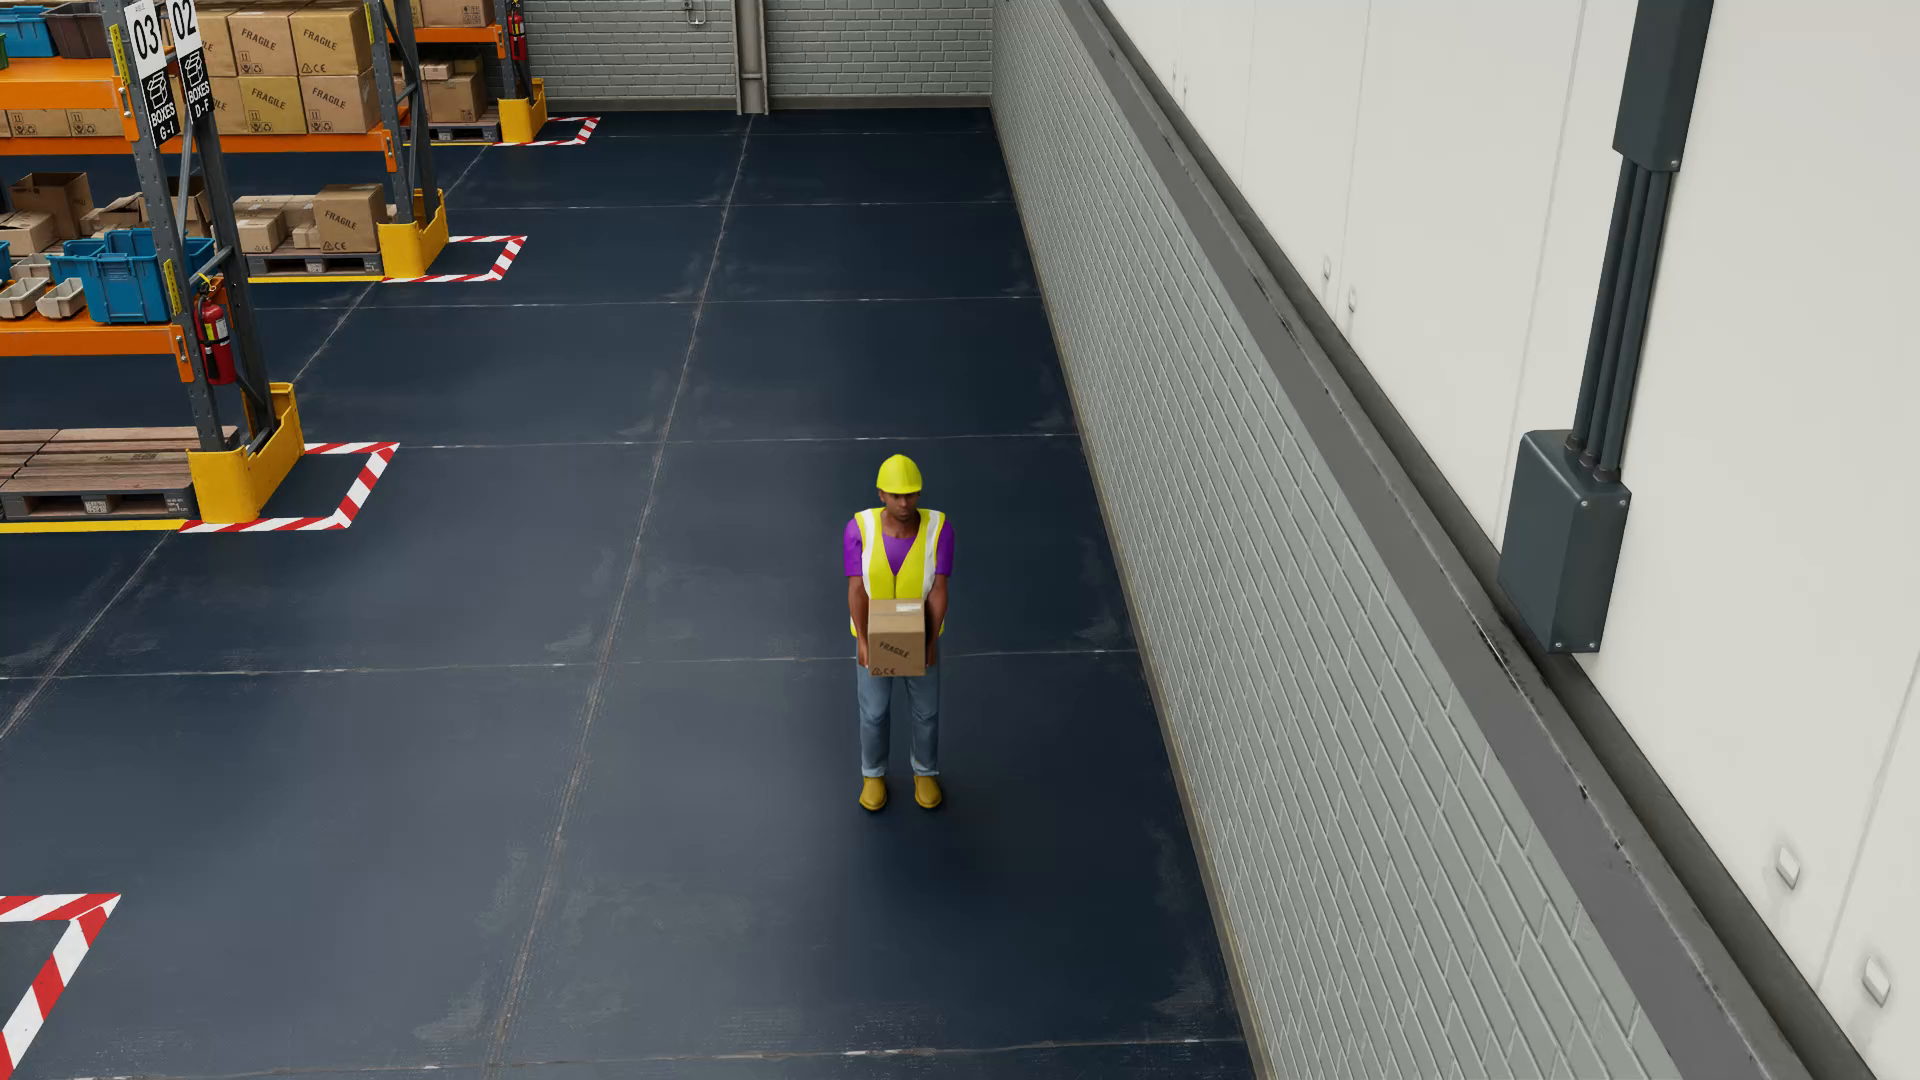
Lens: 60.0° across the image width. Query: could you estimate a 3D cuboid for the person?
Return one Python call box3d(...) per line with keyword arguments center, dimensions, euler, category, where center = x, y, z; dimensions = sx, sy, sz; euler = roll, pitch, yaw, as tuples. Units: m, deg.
box3d(center=(-0.273, 0.483, 7.666), dimensions=(0.504, 1.761, 0.572), euler=(-1, 27, -2), category="person")
